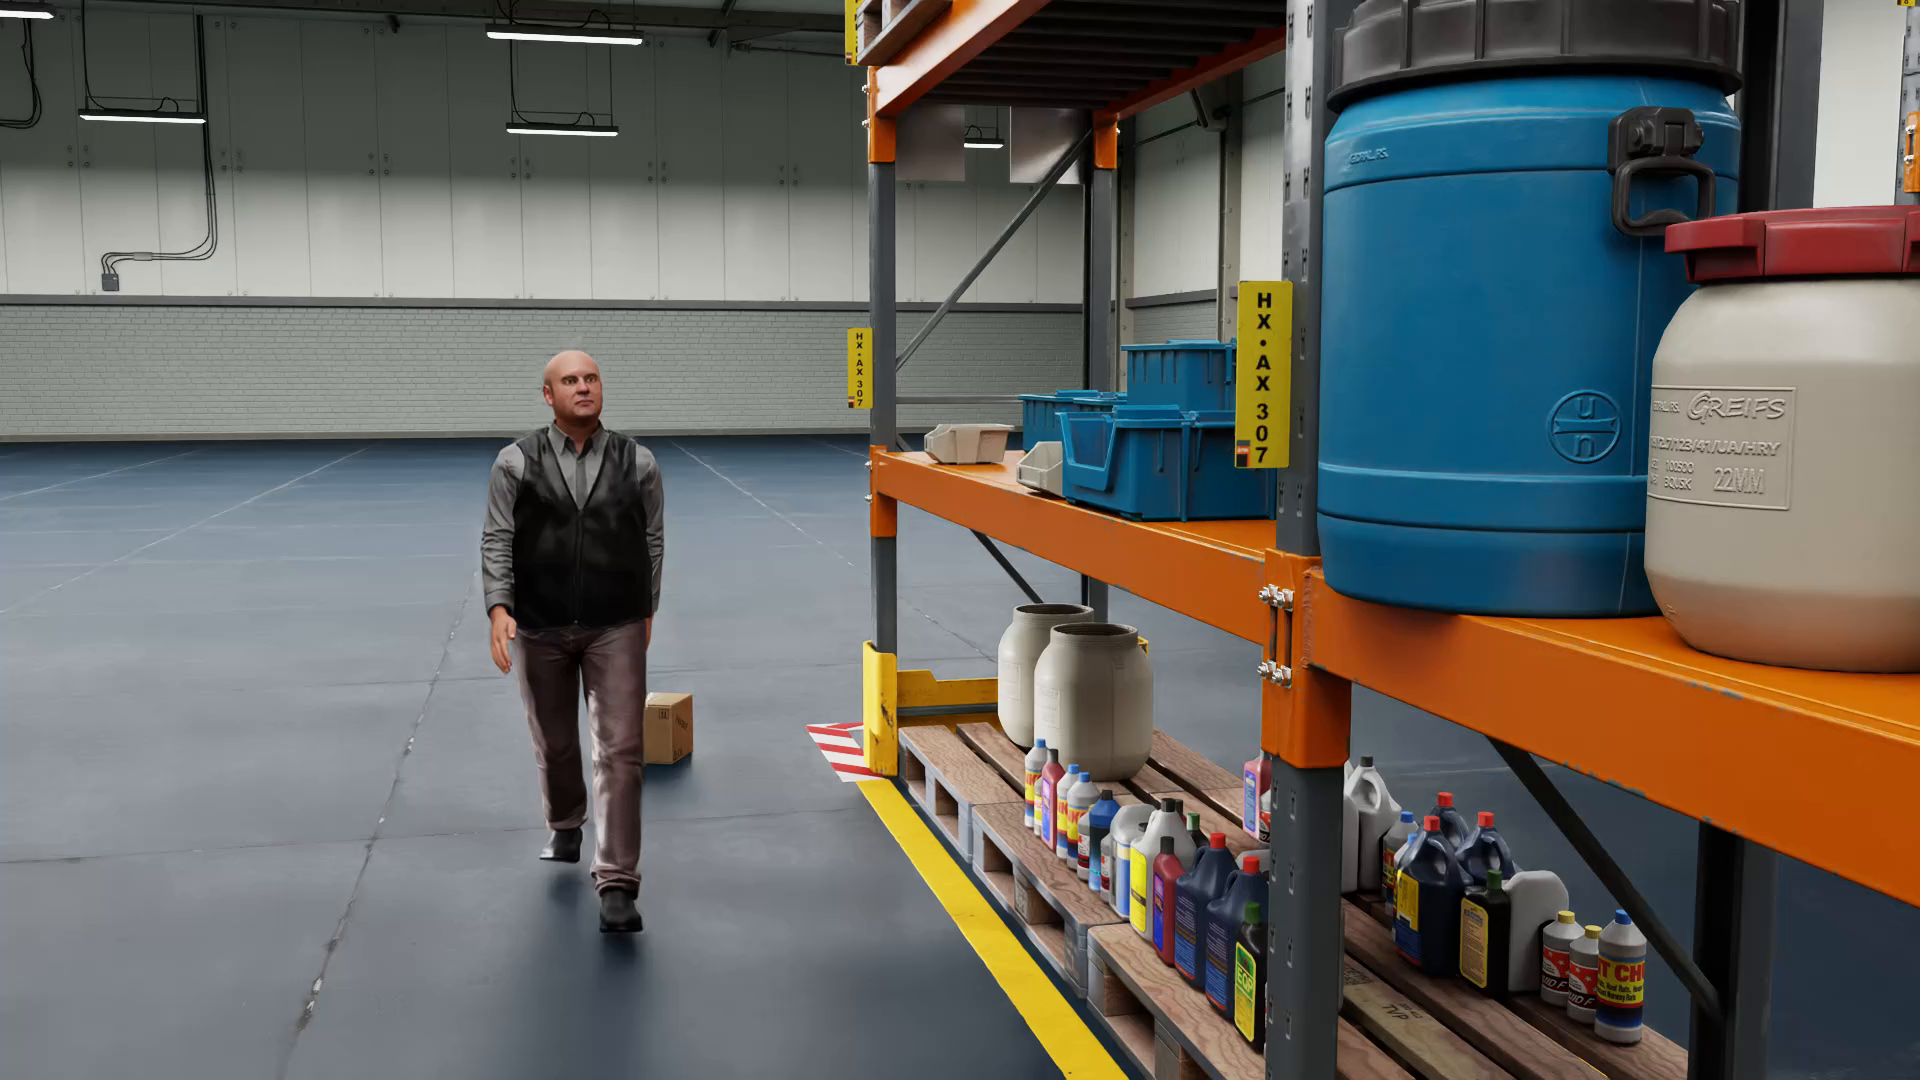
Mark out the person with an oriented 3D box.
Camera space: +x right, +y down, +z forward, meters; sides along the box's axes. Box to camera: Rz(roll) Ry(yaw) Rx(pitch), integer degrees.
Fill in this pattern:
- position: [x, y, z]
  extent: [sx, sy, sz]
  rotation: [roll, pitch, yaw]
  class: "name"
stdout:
- position: [-1.162, 0.267, 5.034]
  extent: [0.546, 1.673, 1.014]
  rotation: [-1, 6, -12]
  class: "person"
